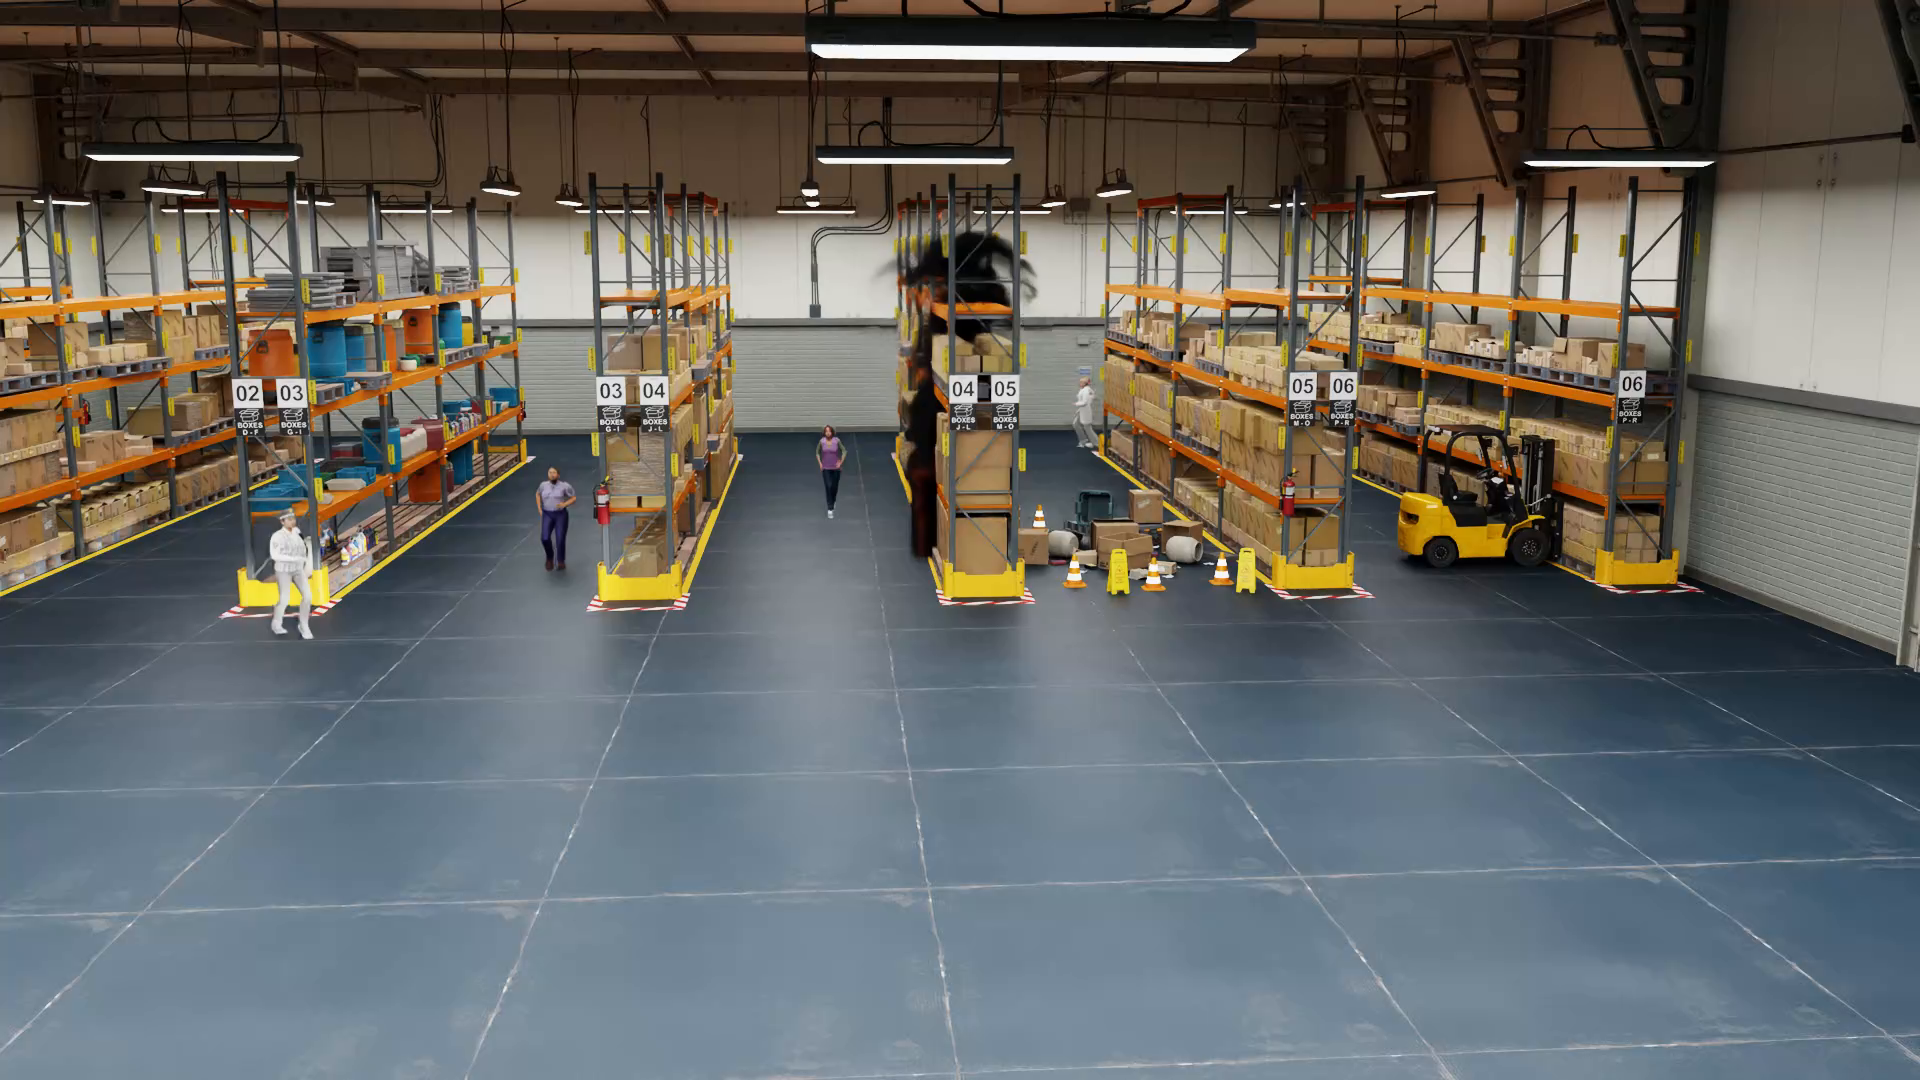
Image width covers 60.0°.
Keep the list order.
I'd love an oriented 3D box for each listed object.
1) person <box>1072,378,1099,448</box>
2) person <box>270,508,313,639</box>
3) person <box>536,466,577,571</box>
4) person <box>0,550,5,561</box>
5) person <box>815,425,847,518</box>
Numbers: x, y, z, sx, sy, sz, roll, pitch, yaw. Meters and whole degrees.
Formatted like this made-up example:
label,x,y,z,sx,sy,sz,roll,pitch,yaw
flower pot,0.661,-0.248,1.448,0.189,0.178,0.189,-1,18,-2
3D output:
label,x,y,z,sx,sy,sz,roll,pitch,yaw
person,3.153,-3.144,41.494,0.748,1.798,0.719,-1,10,-3
person,-8.611,0.452,21.416,0.726,1.770,0.623,6,12,30
person,-6.290,-0.327,25.876,0.663,1.642,0.583,0,10,-1
person,-12.327,0.504,20.880,0.722,1.803,0.663,4,11,22
person,-2.300,-1.240,29.586,0.538,1.624,0.589,0,10,-2
